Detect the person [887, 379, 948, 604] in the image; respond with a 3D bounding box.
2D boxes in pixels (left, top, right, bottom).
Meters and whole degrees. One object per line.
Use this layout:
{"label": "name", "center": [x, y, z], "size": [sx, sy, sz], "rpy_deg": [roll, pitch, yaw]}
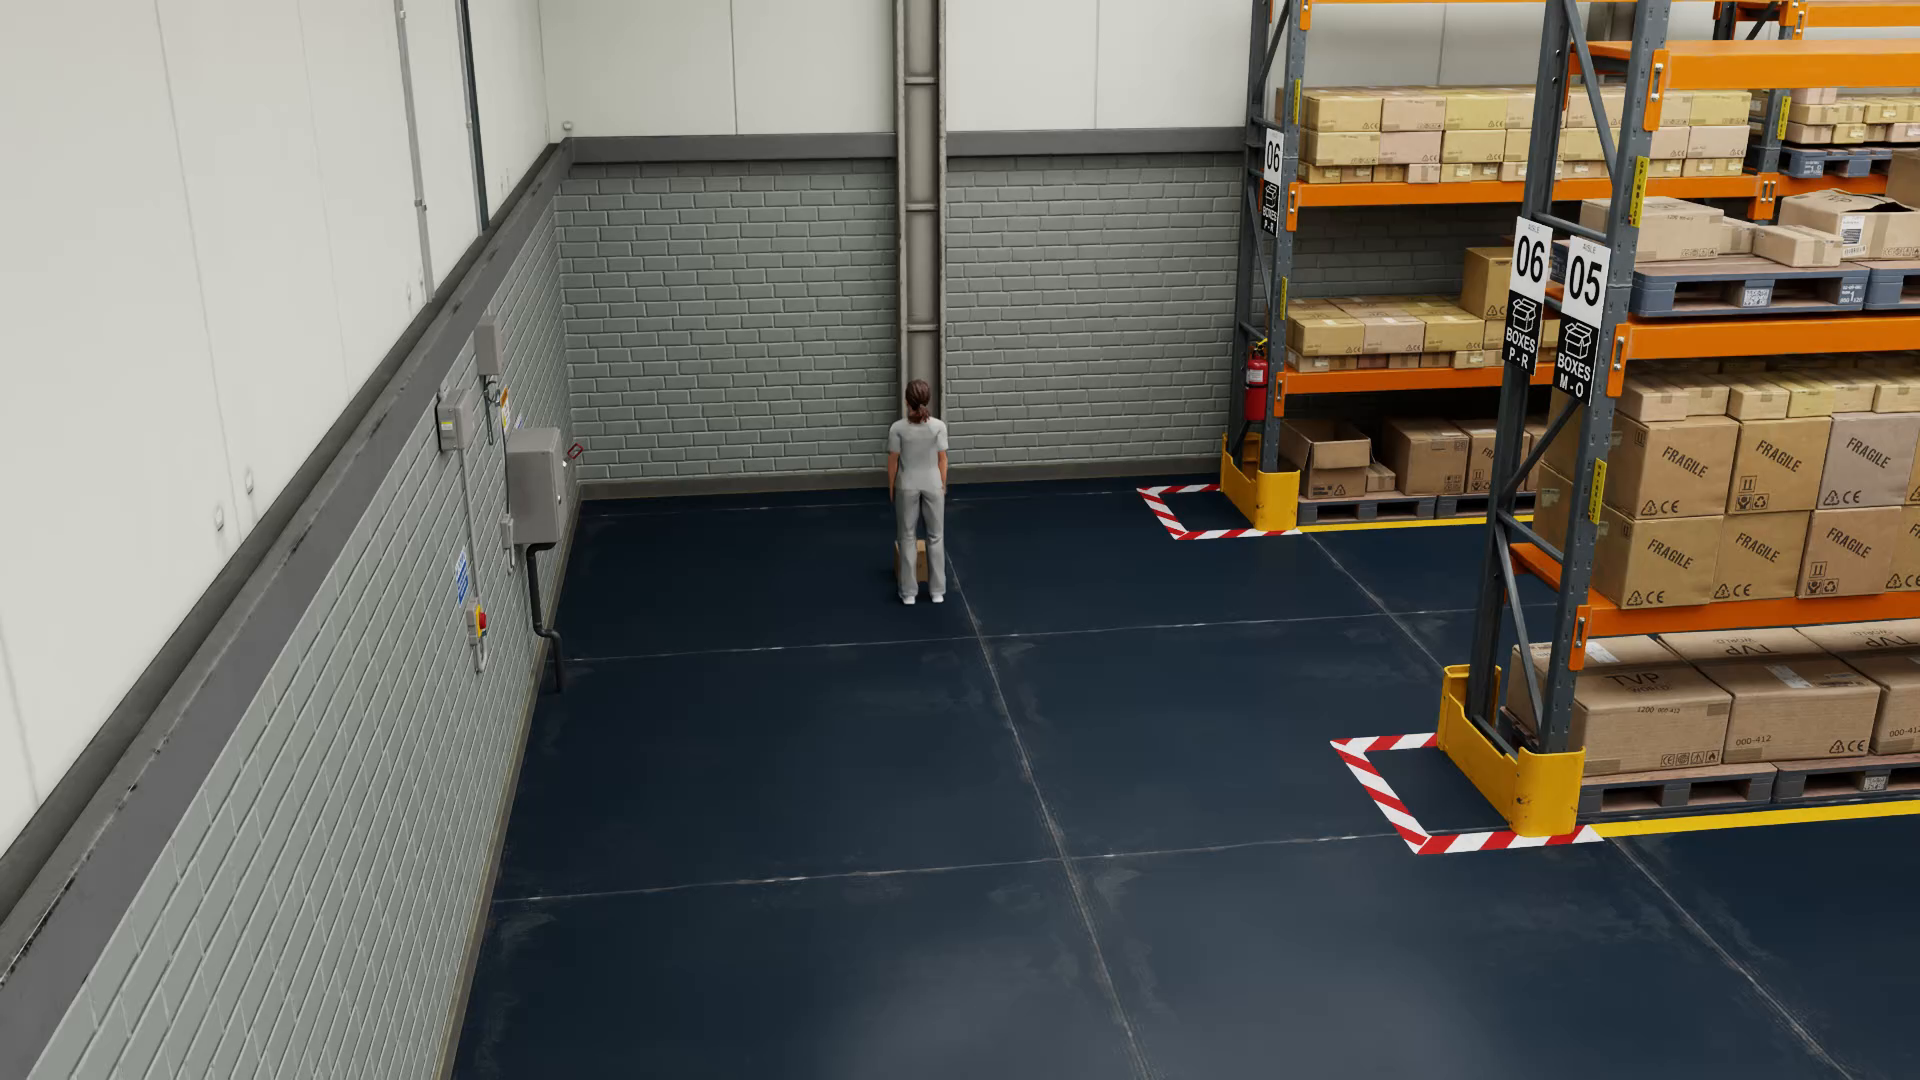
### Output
{"label": "person", "center": [-0.306, -0.345, 12.027], "size": [0.440, 1.676, 0.381], "rpy_deg": [-2, 20, -6]}
